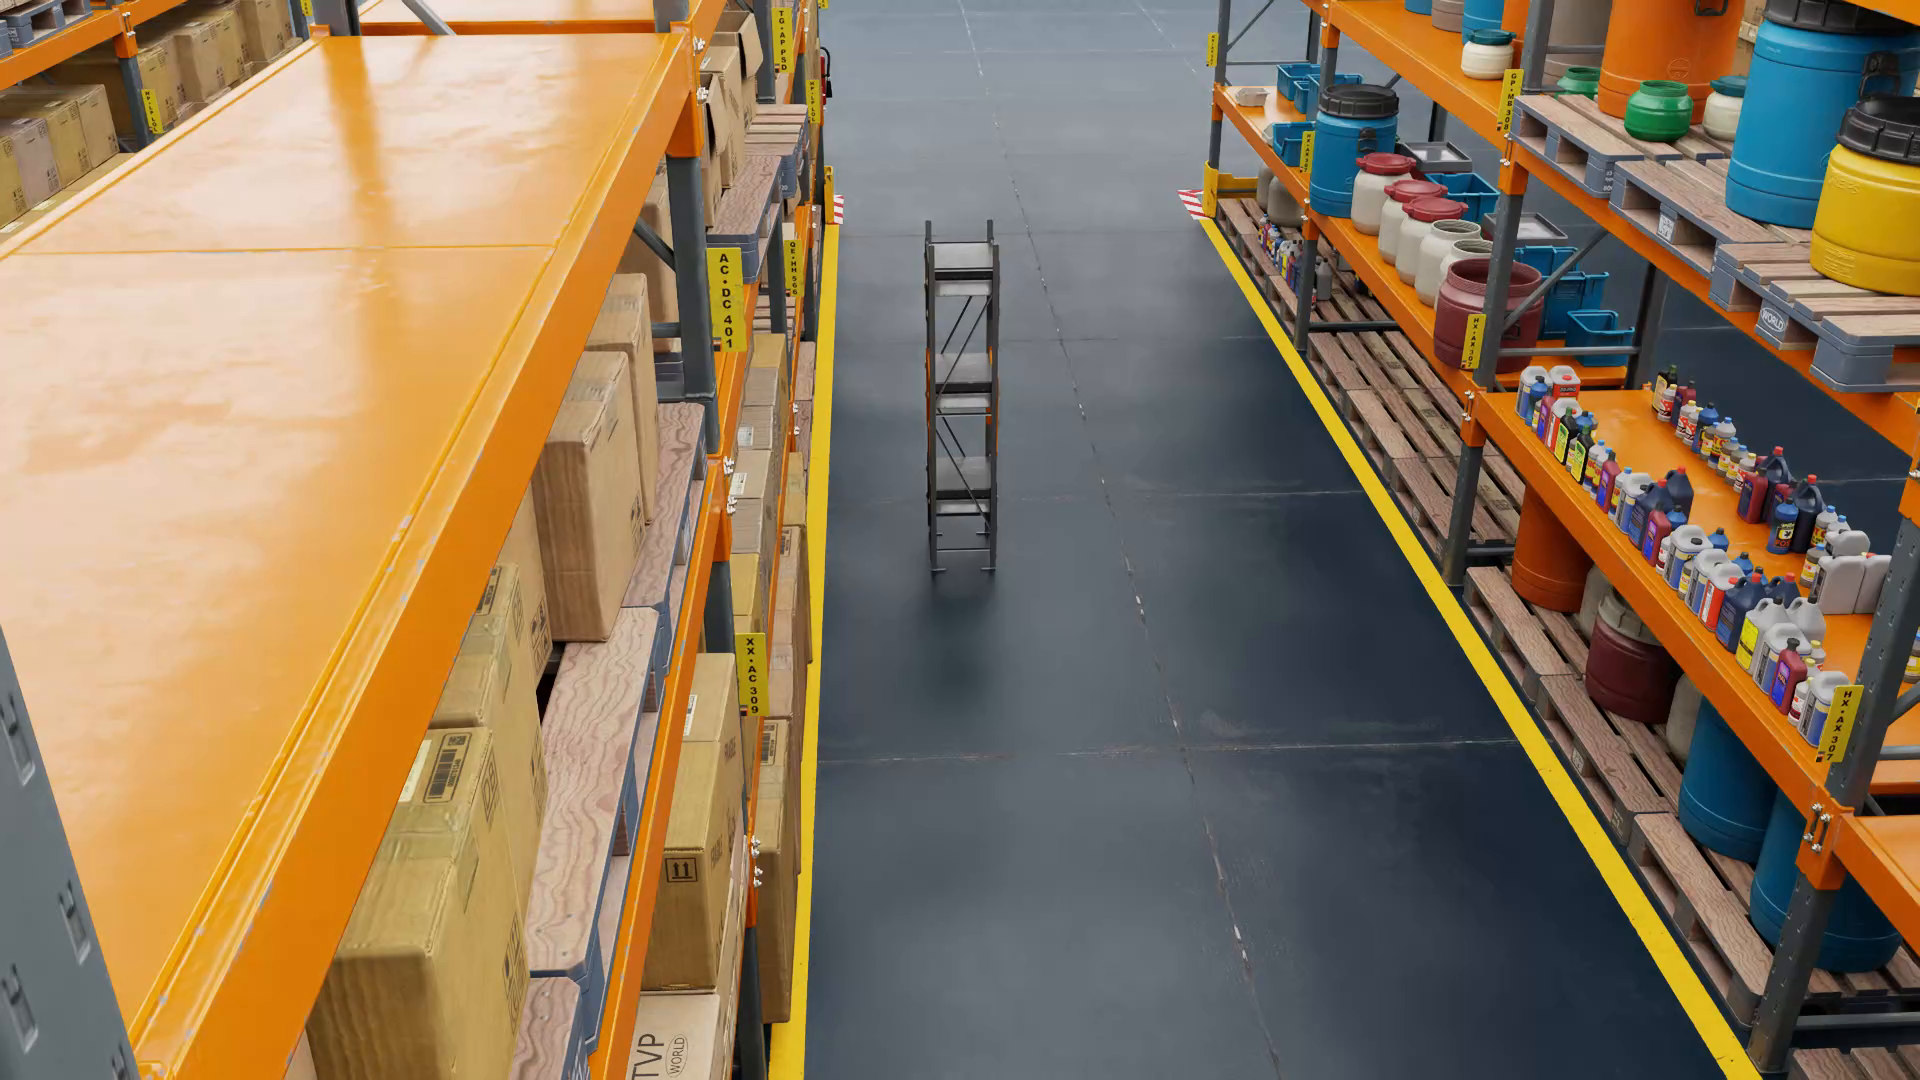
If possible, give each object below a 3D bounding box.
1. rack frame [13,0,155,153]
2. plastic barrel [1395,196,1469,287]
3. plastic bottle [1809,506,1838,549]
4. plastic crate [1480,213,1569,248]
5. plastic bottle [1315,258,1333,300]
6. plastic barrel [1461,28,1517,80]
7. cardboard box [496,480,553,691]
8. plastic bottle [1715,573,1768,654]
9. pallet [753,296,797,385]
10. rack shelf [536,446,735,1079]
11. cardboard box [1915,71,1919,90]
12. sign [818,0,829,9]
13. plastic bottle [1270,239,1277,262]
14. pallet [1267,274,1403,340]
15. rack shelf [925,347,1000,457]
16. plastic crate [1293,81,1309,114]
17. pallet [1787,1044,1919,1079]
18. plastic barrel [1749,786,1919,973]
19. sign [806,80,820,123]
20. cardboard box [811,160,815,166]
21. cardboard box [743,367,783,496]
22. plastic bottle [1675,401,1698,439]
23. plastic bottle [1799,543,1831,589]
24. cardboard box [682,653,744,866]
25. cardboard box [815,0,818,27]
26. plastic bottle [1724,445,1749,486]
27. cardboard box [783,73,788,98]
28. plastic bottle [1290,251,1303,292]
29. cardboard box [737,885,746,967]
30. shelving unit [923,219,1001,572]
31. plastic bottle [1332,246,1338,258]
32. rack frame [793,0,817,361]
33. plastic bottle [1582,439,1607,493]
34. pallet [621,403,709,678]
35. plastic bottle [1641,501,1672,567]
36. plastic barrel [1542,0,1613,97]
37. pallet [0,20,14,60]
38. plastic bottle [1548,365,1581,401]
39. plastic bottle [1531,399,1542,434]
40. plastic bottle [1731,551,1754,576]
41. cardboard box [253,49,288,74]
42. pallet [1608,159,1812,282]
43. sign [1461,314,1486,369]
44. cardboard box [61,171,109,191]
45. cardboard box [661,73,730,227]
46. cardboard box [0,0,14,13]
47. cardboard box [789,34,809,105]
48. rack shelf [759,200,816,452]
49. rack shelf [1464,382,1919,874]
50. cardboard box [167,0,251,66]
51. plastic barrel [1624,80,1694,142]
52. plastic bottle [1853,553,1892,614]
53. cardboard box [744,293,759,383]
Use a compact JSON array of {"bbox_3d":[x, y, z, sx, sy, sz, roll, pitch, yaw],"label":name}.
[{"bbox_3d":[-6.630,-2.732,12.745,1.000,3.000,0.127,-1,28,-3],"label":"rack frame"},{"bbox_3d":[3.166,-2.000,11.193,0.433,0.535,0.433,0,28,0],"label":"plastic barrel"},{"bbox_3d":[4.004,-0.030,7.704,0.097,0.271,0.097,0,28,0],"label":"plastic bottle"},{"bbox_3d":[3.704,-1.860,11.003,0.402,0.464,0.583,-1,28,-3],"label":"plastic crate"},{"bbox_3d":[3.097,-2.240,14.189,0.144,0.351,0.185,-1,28,-3],"label":"plastic bottle"},{"bbox_3d":[3.184,-2.928,10.026,0.301,0.262,0.301,0,28,0],"label":"plastic barrel"},{"bbox_3d":[-1.244,0.137,3.329,0.700,0.500,0.500,0,28,0],"label":"cardboard box"},{"bbox_3d":[3.308,0.289,7.005,0.144,0.351,0.185,-1,28,-3],"label":"plastic bottle"},{"bbox_3d":[-1.607,-1.200,10.014,1.213,0.211,1.003,-1,28,-3],"label":"pallet"},{"bbox_3d":[-1.150,0.802,3.504,1.077,0.370,4.000,-1,28,-3],"label":"rack shelf"},{"bbox_3d":[8.192,-3.867,13.410,0.700,0.500,0.500,-1,28,-2],"label":"cardboard box"},{"bbox_3d":[-1.325,-5.310,16.094,0.100,0.325,0.005,-1,28,-3],"label":"sign"},{"bbox_3d":[2.877,-2.632,15.102,0.097,0.201,0.097,0,28,0],"label":"plastic bottle"},{"bbox_3d":[3.281,-2.000,14.356,1.003,0.211,1.213,-1,28,-3],"label":"pallet"},{"bbox_3d":[0.009,-0.842,10.124,0.431,0.518,0.480,-1,28,-3],"label":"rack shelf"},{"bbox_3d":[3.419,-4.182,15.686,0.499,0.251,0.408,-1,28,-3],"label":"plastic crate"},{"bbox_3d":[3.769,2.344,6.027,1.003,0.211,1.213,-1,28,-3],"label":"pallet"},{"bbox_3d":[3.681,1.262,6.902,0.600,0.901,0.708,-1,28,-3],"label":"plastic barrel"},{"bbox_3d":[-1.118,-3.334,12.646,0.100,0.325,0.005,-1,28,-3],"label":"sign"},{"bbox_3d":[-1.418,-3.263,14.034,0.380,0.149,0.250,-1,28,-3],"label":"cardboard box"},{"bbox_3d":[-1.170,-0.550,8.453,0.500,0.500,0.500,-2,28,-3],"label":"cardboard box"},{"bbox_3d":[3.930,-0.653,8.973,0.097,0.201,0.097,0,28,0],"label":"plastic bottle"},{"bbox_3d":[3.864,0.111,7.508,0.097,0.201,0.097,0,28,0],"label":"plastic bottle"},{"bbox_3d":[-0.963,0.697,5.200,0.500,0.500,0.500,-1,28,-1],"label":"cardboard box"},{"bbox_3d":[-1.605,-5.024,15.628,0.500,0.500,0.500,-1,28,-3],"label":"cardboard box"},{"bbox_3d":[3.961,-0.383,8.456,0.097,0.201,0.097,0,28,0],"label":"plastic bottle"},{"bbox_3d":[-1.260,-2.682,9.567,0.500,0.250,0.500,-1,28,-1],"label":"cardboard box"},{"bbox_3d":[2.943,-2.325,14.352,0.144,0.351,0.185,-3,28,-5],"label":"plastic bottle"},{"bbox_3d":[-0.897,1.252,5.377,0.380,0.149,0.250,-1,28,-2],"label":"cardboard box"},{"bbox_3d":[0.009,-0.855,10.118,0.431,2.100,0.503,-1,28,-3],"label":"shelving unit"},{"bbox_3d":[3.469,-2.696,15.226,0.097,0.201,0.097,0,28,0],"label":"plastic bottle"},{"bbox_3d":[-1.672,-2.805,12.885,1.000,3.000,0.127,-1,28,-3],"label":"rack frame"},{"bbox_3d":[3.205,-0.377,8.369,0.097,0.271,0.097,0,28,0],"label":"plastic bottle"},{"bbox_3d":[-1.222,-0.024,4.404,1.003,0.211,1.213,-1,28,-3],"label":"pallet"},{"bbox_3d":[3.227,-0.030,7.689,0.061,0.283,0.133,-1,28,-3],"label":"plastic bottle"},{"bbox_3d":[3.657,-3.015,9.501,0.600,0.901,0.600,0,28,0],"label":"plastic barrel"},{"bbox_3d":[-6.569,-2.944,10.111,1.003,0.211,1.213,0,28,0],"label":"pallet"},{"bbox_3d":[3.335,-0.819,9.211,0.152,0.276,0.135,-1,28,-3],"label":"plastic bottle"},{"bbox_3d":[3.167,-0.683,9.031,0.097,0.201,0.097,0,28,0],"label":"plastic bottle"},{"bbox_3d":[3.420,0.177,7.306,0.097,0.271,0.097,0,28,0],"label":"plastic bottle"},{"bbox_3d":[-6.724,-4.222,15.440,0.875,0.550,0.550,-1,28,-3],"label":"cardboard box"},{"bbox_3d":[3.491,-1.360,7.075,1.003,0.211,1.213,-1,28,-3],"label":"pallet"},{"bbox_3d":[2.934,-1.134,9.503,0.100,0.325,0.005,-1,28,-3],"label":"sign"},{"bbox_3d":[-6.310,-2.309,11.825,0.500,0.500,0.500,-2,28,-3],"label":"cardboard box"},{"bbox_3d":[-1.335,-1.577,6.721,0.797,0.503,0.637,-2,28,-3],"label":"cardboard box"},{"bbox_3d":[-6.319,-3.449,10.410,0.500,0.311,0.500,-2,28,-5],"label":"cardboard box"},{"bbox_3d":[-1.441,-3.639,12.972,0.500,0.500,0.500,-1,28,-3],"label":"cardboard box"},{"bbox_3d":[-1.567,-1.563,11.281,1.077,0.370,4.000,-1,28,-3],"label":"rack shelf"},{"bbox_3d":[3.588,0.165,7.968,1.077,0.370,4.000,-1,28,-3],"label":"rack shelf"},{"bbox_3d":[-6.844,-4.439,14.687,0.875,0.550,0.550,-1,28,-3],"label":"cardboard box"},{"bbox_3d":[3.309,-2.030,7.869,0.294,0.245,0.294,0,28,0],"label":"plastic barrel"},{"bbox_3d":[4.000,0.174,7.307,0.152,0.276,0.135,-1,28,-3],"label":"plastic bottle"},{"bbox_3d":[-1.441,-1.109,8.440,0.797,0.503,0.637,0,28,-1],"label":"cardboard box"}]
